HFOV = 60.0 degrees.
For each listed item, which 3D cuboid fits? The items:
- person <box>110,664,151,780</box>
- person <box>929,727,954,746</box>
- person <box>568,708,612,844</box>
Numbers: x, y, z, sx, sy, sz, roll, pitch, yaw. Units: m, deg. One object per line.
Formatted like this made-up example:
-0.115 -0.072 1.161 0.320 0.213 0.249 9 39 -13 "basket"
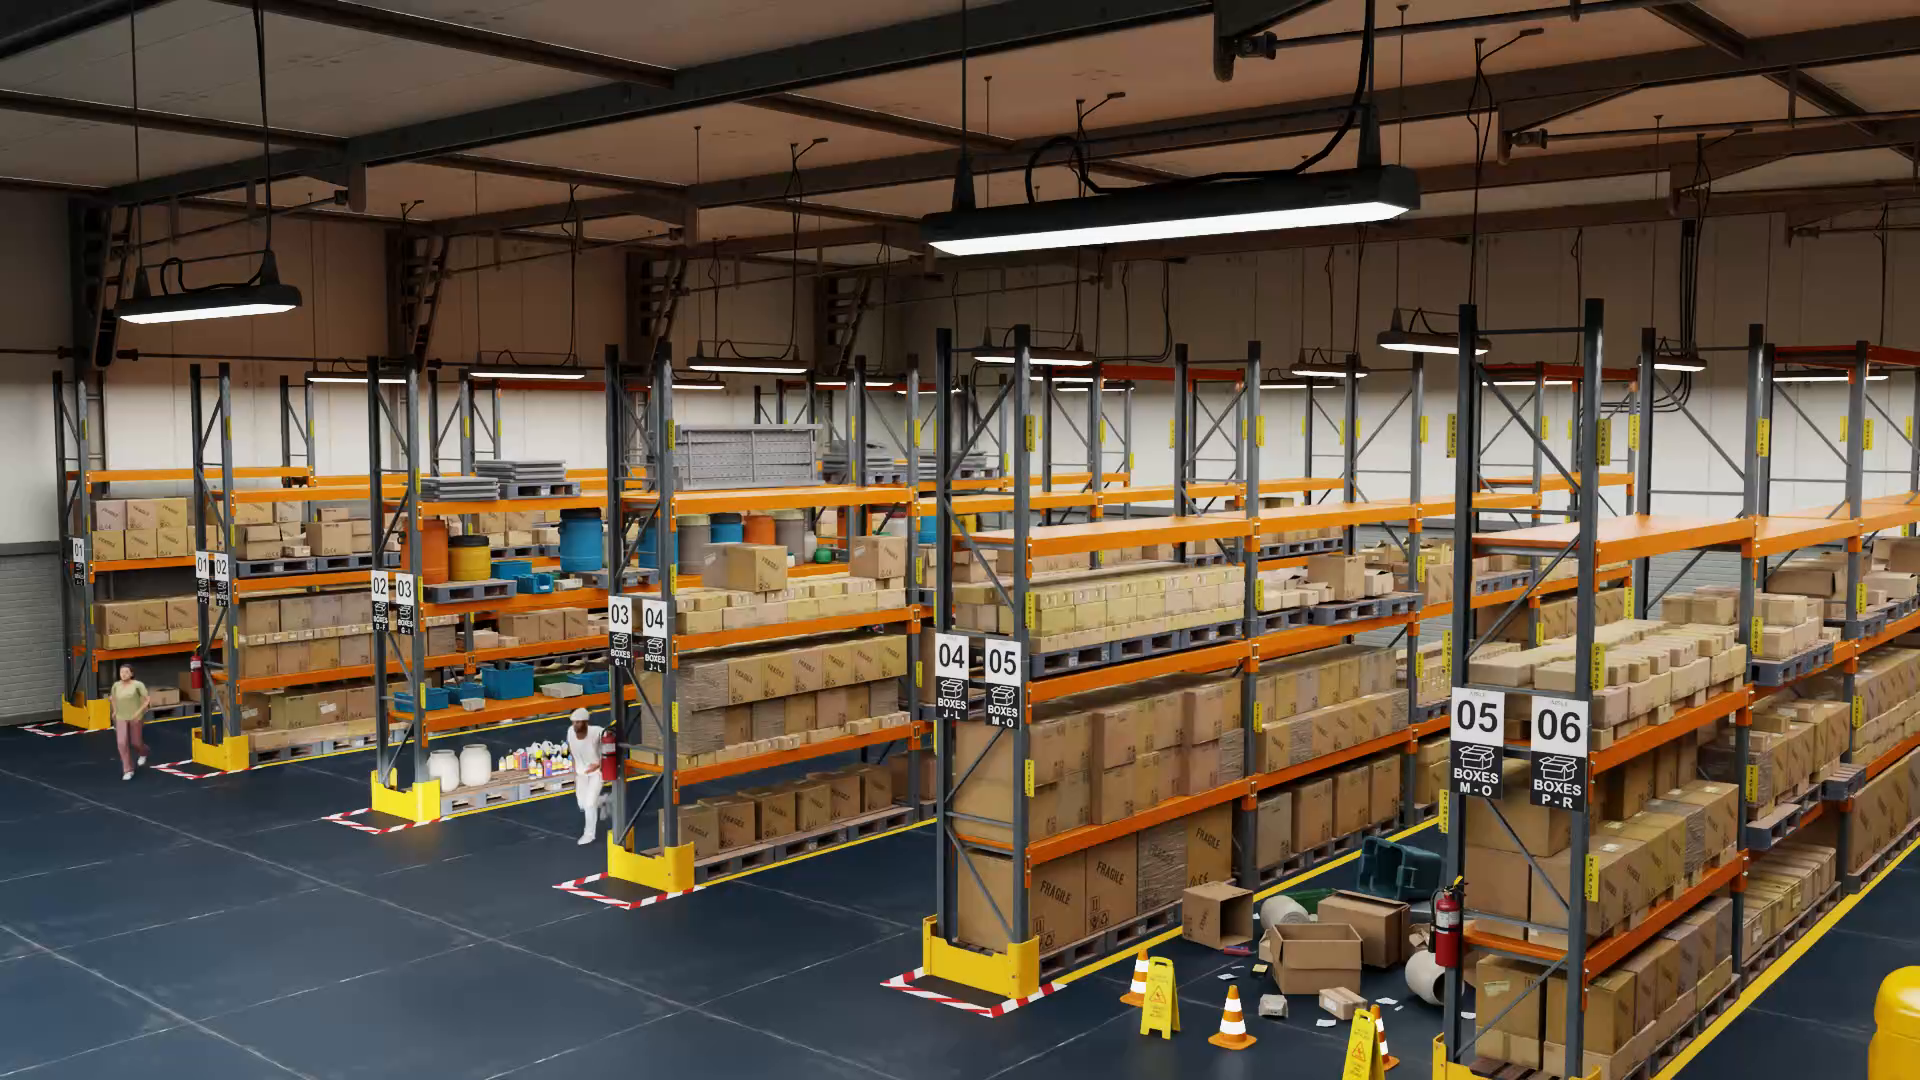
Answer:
-12.067 2.610 24.201 0.567 1.649 0.836 -1 4 -12 "person"
-0.271 2.431 26.668 0.628 1.685 0.936 2 5 26 "person"
-4.507 2.868 20.422 0.696 1.692 0.831 1 4 18 "person"
